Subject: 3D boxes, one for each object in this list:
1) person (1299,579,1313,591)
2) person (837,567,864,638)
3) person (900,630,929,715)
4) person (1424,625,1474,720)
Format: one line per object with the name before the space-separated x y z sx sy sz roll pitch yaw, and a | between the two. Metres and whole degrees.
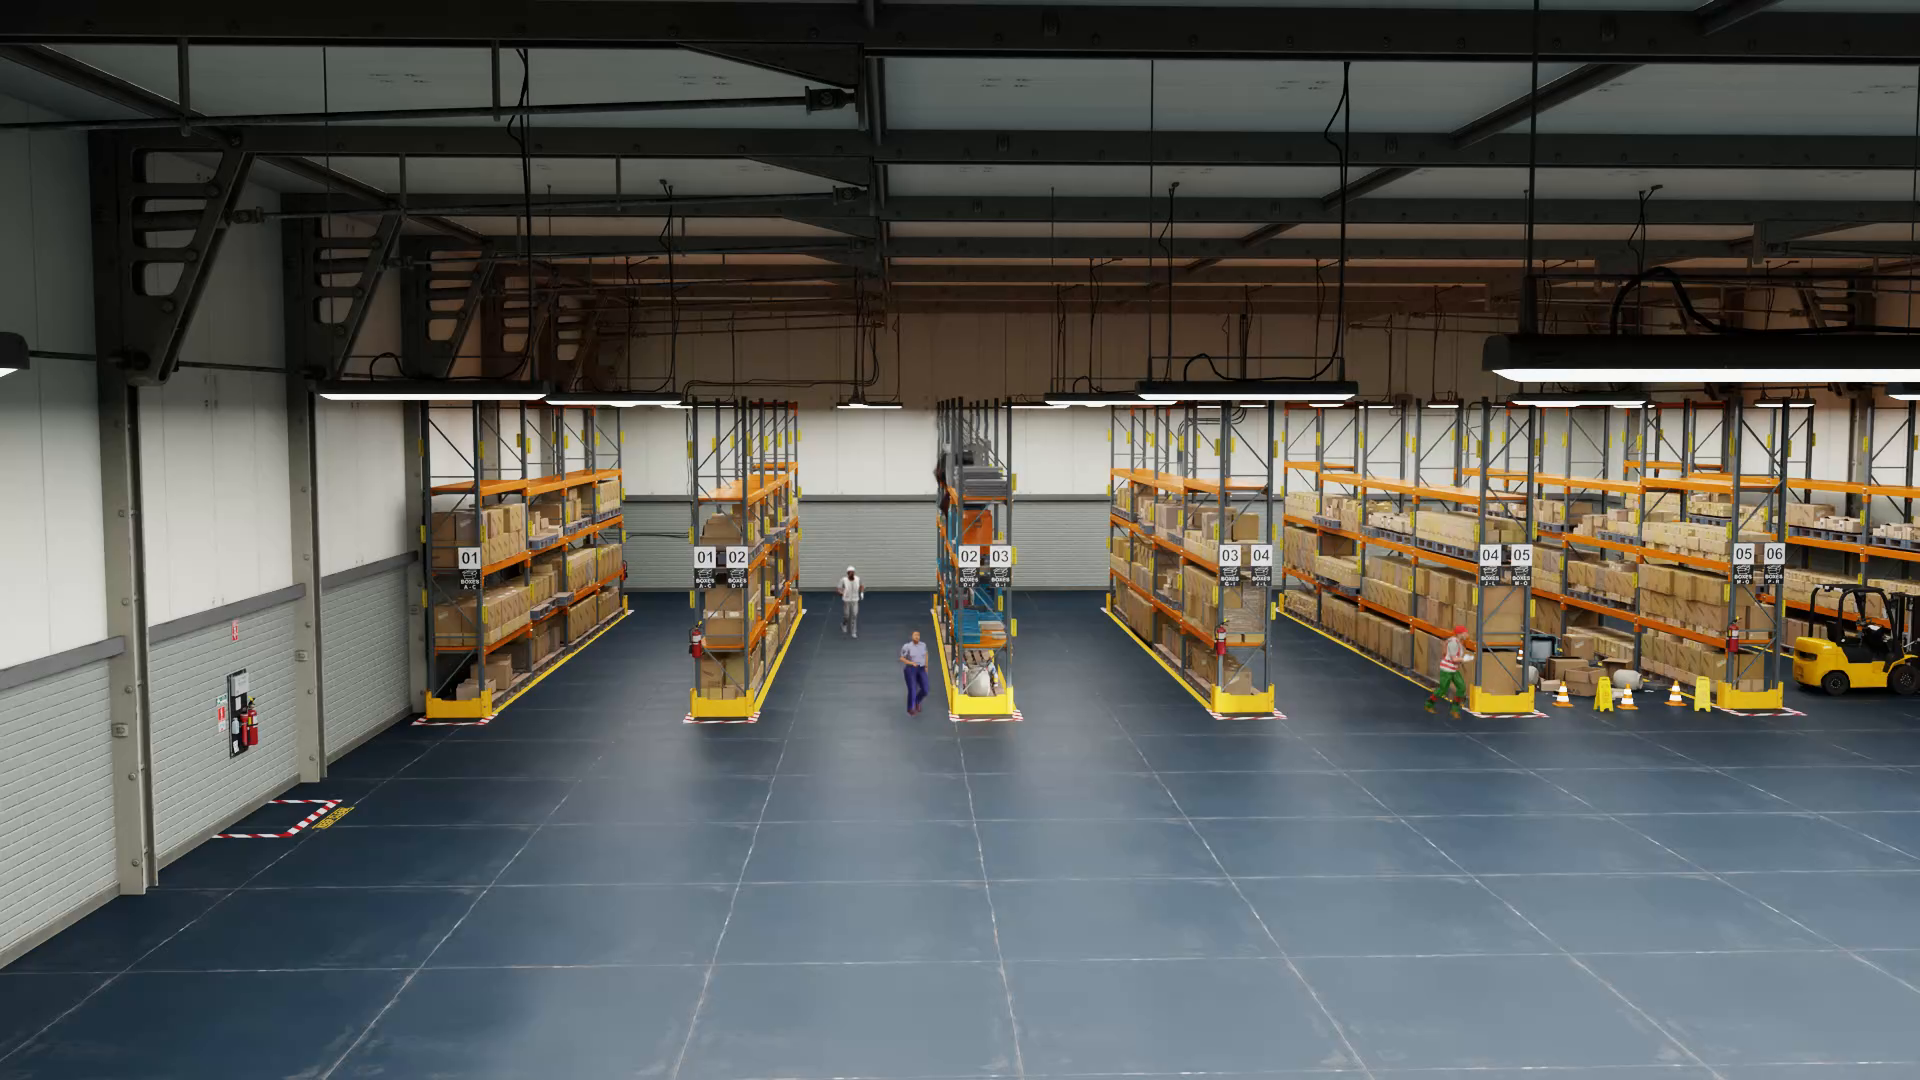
person | 10.373 1.034 49.316 0.765 1.793 0.675 -2 5 -24
person | -2.784 1.563 42.365 0.707 1.789 0.852 -1 5 -17
person | -0.813 2.499 31.316 0.602 1.600 0.538 -2 5 -23
person | 9.120 2.484 30.987 0.927 1.824 0.668 3 5 33
